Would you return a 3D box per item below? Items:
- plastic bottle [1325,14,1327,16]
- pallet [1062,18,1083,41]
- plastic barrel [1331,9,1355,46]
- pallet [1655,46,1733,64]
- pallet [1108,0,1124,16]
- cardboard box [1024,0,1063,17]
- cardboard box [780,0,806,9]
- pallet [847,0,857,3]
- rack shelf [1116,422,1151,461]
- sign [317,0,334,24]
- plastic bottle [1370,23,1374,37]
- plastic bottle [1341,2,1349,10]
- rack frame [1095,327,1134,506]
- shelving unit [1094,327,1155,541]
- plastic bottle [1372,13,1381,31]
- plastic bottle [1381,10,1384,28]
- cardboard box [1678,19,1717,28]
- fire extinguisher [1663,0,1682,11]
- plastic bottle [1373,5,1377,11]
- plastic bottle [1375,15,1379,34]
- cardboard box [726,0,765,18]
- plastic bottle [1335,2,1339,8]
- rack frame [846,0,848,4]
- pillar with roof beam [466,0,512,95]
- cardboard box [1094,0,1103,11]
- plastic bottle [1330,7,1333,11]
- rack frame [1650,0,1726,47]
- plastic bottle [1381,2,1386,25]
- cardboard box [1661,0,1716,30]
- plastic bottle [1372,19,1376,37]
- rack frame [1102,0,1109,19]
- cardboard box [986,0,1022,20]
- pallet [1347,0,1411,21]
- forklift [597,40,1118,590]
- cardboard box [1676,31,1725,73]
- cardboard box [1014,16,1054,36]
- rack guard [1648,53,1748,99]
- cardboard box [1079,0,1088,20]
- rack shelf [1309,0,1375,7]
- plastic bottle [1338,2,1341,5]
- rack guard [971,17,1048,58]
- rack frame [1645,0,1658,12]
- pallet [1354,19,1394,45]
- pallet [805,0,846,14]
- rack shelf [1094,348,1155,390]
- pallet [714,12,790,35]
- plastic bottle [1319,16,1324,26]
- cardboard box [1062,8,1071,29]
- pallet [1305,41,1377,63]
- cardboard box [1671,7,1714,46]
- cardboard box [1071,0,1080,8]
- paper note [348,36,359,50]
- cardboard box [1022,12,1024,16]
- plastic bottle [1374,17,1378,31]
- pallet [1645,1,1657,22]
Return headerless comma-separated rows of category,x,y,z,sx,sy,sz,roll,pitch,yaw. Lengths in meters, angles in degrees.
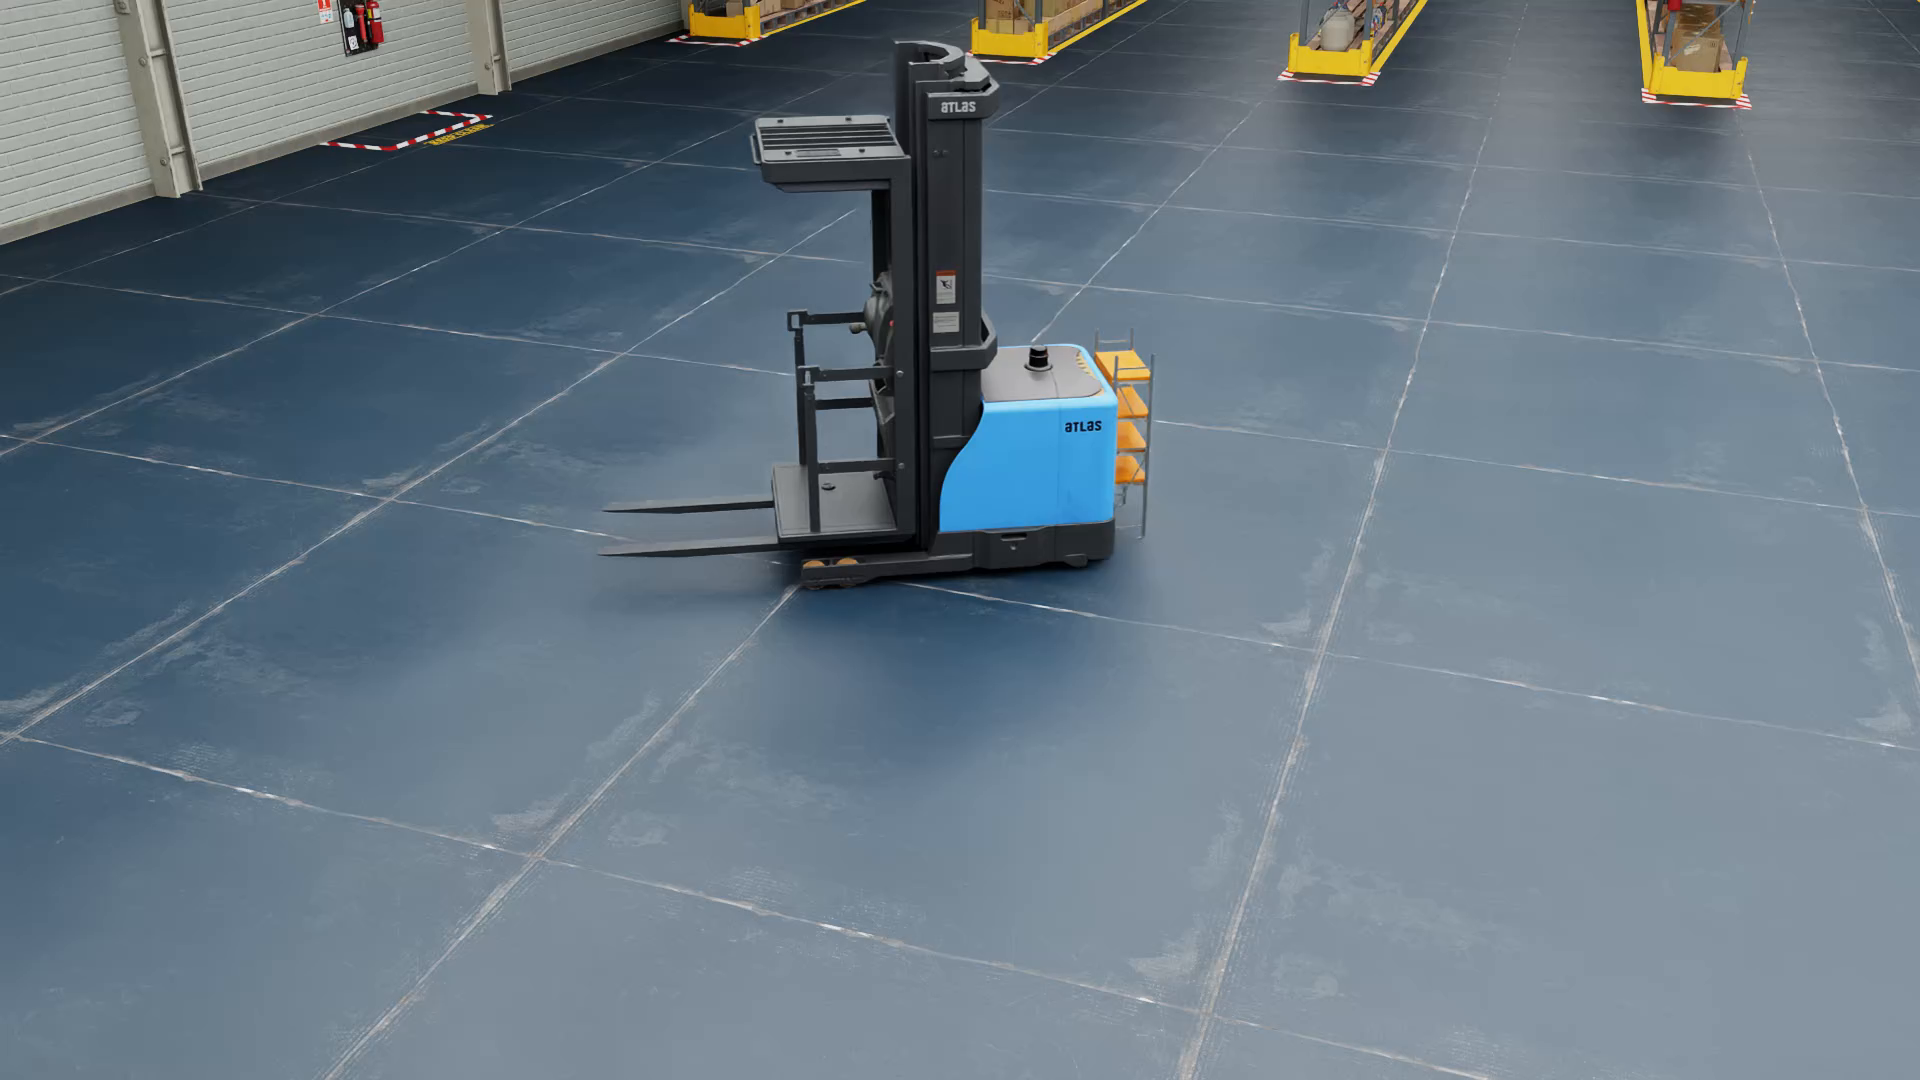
plastic bottle,5.799,-8.149,26.258,0.152,0.276,0.135,8,27,16
pallet,1.398,-8.486,27.535,1.003,0.211,1.213,9,27,17
plastic barrel,5.759,-7.758,25.205,0.421,0.512,0.421,0,26,0
pallet,10.853,-7.088,24.647,1.003,0.211,1.213,9,27,17
pallet,2.315,-9.619,29.873,1.003,0.211,1.213,9,27,17
cardboard box,1.328,-8.604,26.391,0.500,0.500,0.500,9,27,17
cardboard box,-3.101,-9.511,28.815,0.700,0.500,0.500,7,27,14
pallet,-2.308,-10.347,31.378,1.003,0.211,1.213,9,27,17
rack shelf,0.986,-0.588,10.243,0.258,0.148,0.480,-4,26,-8
sign,-7.616,-6.379,19.943,0.001,0.329,0.234,9,27,17
plastic bottle,6.342,-7.871,25.691,0.097,0.271,0.097,0,26,0
plastic bottle,6.252,-8.559,27.019,0.144,0.351,0.185,9,27,17
rack frame,0.947,-0.754,10.430,0.240,1.200,0.015,-4,26,-8
shelving unit,0.986,-0.649,10.214,0.258,1.200,0.503,-4,26,-8
plastic bottle,6.605,-8.233,26.433,0.152,0.276,0.135,9,27,18
plastic bottle,6.755,-8.362,26.691,0.061,0.283,0.133,11,28,21
cardboard box,10.732,-7.307,24.285,0.500,0.500,0.500,11,28,22
fire extinguisher,9.643,-7.468,22.321,0.296,0.674,0.183,9,27,17
plastic bottle,6.698,-8.565,27.034,0.144,0.351,0.185,9,27,17
plastic bottle,6.557,-8.137,26.239,0.097,0.271,0.097,0,26,0
cardboard box,-3.582,-8.897,27.765,0.500,0.311,0.500,6,26,12
plastic bottle,6.116,-8.579,27.063,0.144,0.351,0.185,10,27,19
rack frame,-2.566,-11.282,30.109,1.000,3.000,0.127,9,27,17
pillar with roof beam,-2.417,-9.661,19.878,9.100,9.000,0.400,9,27,17
cardboard box,2.158,-9.294,28.677,0.500,0.250,0.500,9,27,17
plastic bottle,5.912,-8.327,26.542,0.144,0.351,0.185,9,27,17
rack frame,11.447,-9.127,25.659,1.000,3.000,0.127,9,27,17
plastic bottle,6.834,-8.545,26.990,0.144,0.351,0.185,8,27,16
cardboard box,11.672,-8.449,26.622,0.700,0.500,0.500,7,27,13
plastic bottle,6.435,-7.967,25.875,0.061,0.283,0.133,9,27,18
rack frame,2.107,-10.565,28.629,1.000,3.000,0.127,9,27,17
cardboard box,0.673,-8.474,26.122,0.500,0.500,0.500,9,27,17
pallet,7.405,-9.422,29.467,1.003,0.211,1.213,9,27,17
forklift,-0.640,-1.278,9.525,3.031,2.935,1.130,-4,26,-8
cardboard box,10.340,-6.801,23.242,0.500,0.500,0.500,14,29,27
cardboard box,1.164,-8.061,26.130,0.500,0.250,0.500,9,27,17
rack guard,10.141,-6.389,22.873,1.175,0.500,0.348,9,27,17
cardboard box,1.830,-8.883,27.827,0.500,0.250,0.500,9,27,17
rack shelf,6.111,-8.700,25.601,1.077,0.370,4.000,9,27,17
plastic bottle,6.257,-8.748,27.502,0.097,0.271,0.097,0,26,0
rack guard,0.768,-7.786,25.758,1.175,0.500,0.348,9,27,17
rack frame,12.778,-10.771,29.054,1.000,3.000,0.127,9,27,17
pallet,6.514,-8.320,27.192,1.003,0.211,1.213,9,27,17
pallet,-2.756,-9.746,30.136,1.003,0.211,1.213,9,27,17
rack shelf,0.986,-1.003,10.042,0.258,0.148,0.480,-4,26,-8
pallet,-3.568,-8.743,28.065,1.003,0.211,1.213,9,27,17
plastic bottle,5.665,-8.046,26.038,0.061,0.283,0.133,9,27,19
cardboard box,1.493,-8.472,26.980,0.500,0.250,0.500,9,27,17
pallet,5.702,-7.318,25.121,1.003,0.211,1.213,9,27,17
cardboard box,11.093,-7.796,25.296,0.500,0.500,0.500,19,32,34
cardboard box,1.665,-9.014,27.239,0.500,0.500,0.500,9,27,17
paper note,-7.459,-6.116,20.451,0.016,0.148,0.142,9,27,17
cardboard box,0.830,-8.343,26.713,0.500,0.250,0.500,9,27,17
plastic bottle,6.490,-8.053,26.067,0.097,0.271,0.097,0,26,0
pallet,12.517,-9.195,28.998,1.003,0.211,1.213,9,27,17
